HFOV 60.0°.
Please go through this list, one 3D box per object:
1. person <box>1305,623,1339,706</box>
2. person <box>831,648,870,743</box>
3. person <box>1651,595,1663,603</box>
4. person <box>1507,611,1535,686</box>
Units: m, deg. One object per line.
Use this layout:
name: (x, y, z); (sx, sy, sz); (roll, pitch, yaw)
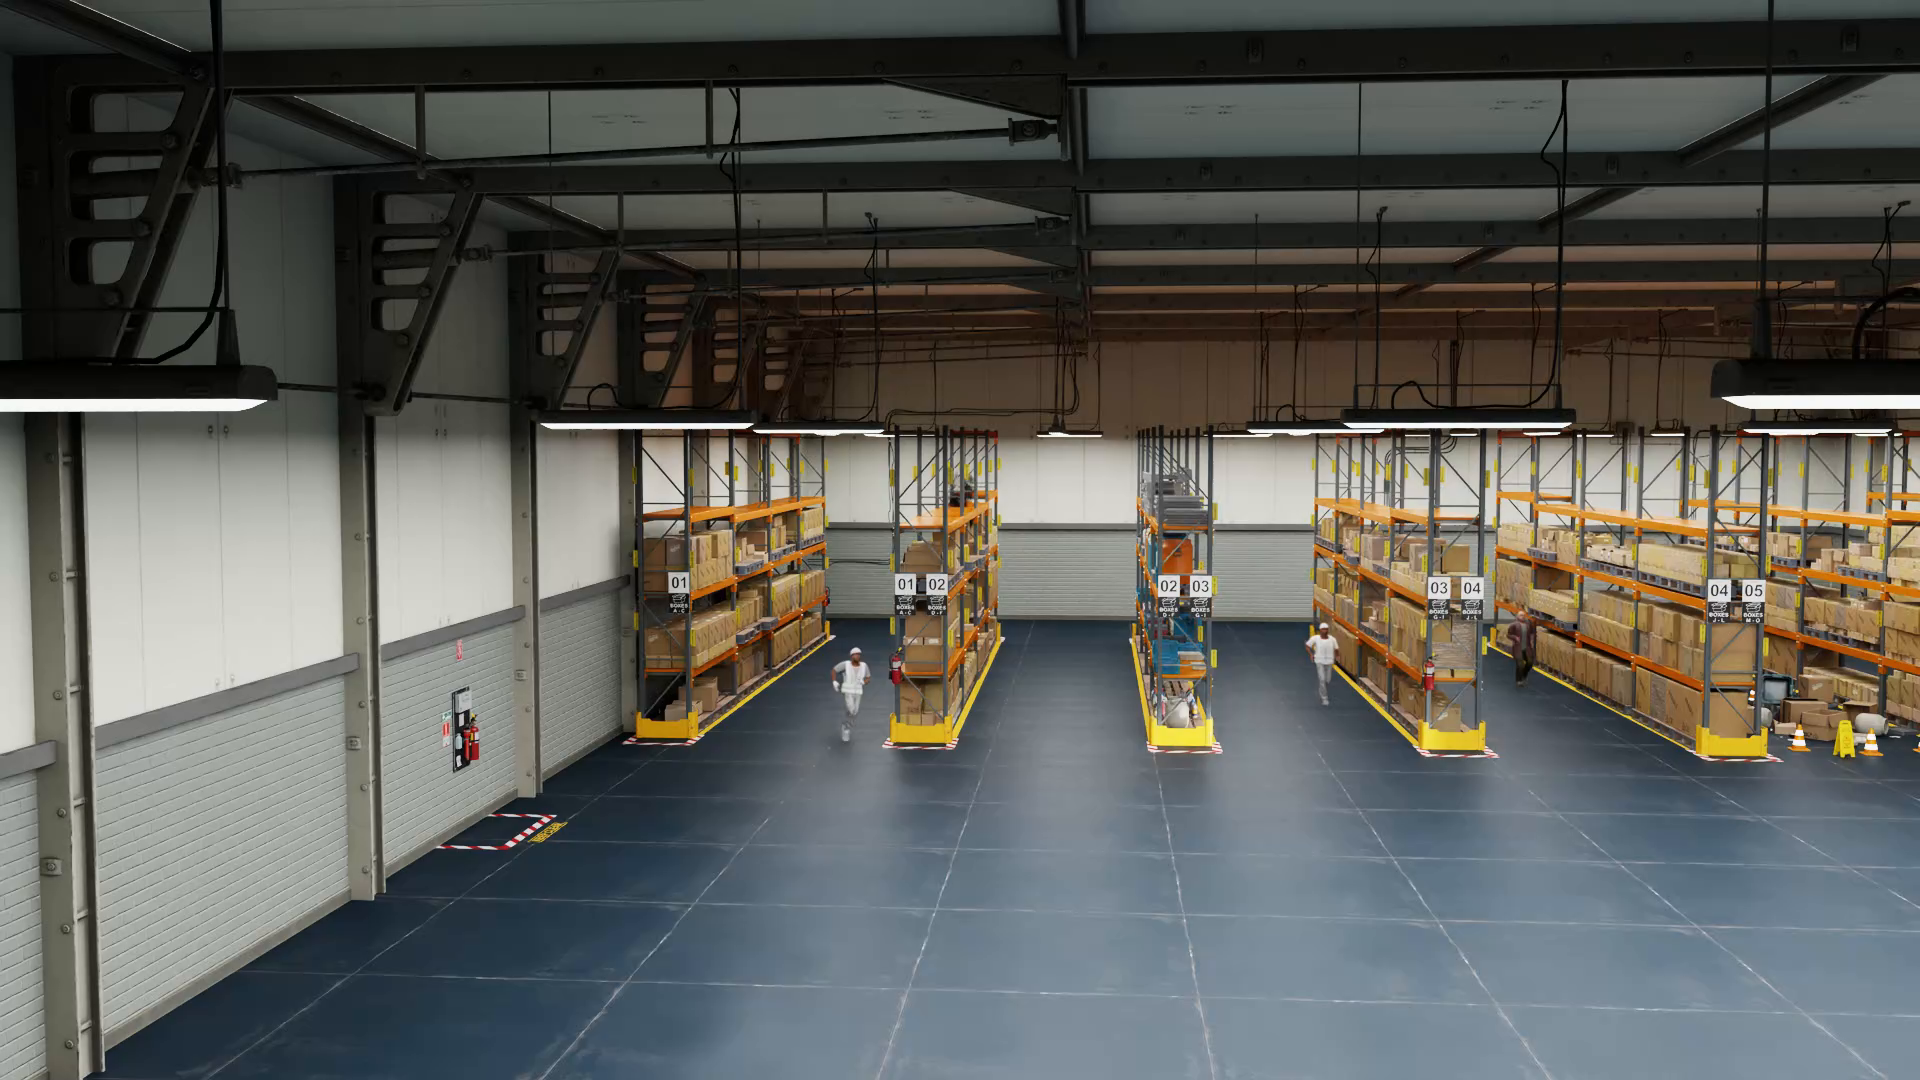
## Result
person: (7.915, 2.680, 36.234); (0.700, 1.762, 0.881); (0, 3, -3)
person: (-2.050, 2.941, 31.738); (0.686, 1.779, 0.675); (-2, 4, -31)
person: (19.751, 2.107, 47.265); (0.510, 1.583, 0.630); (1, 4, 14)
person: (13.062, 2.526, 38.572); (0.697, 1.741, 0.639); (0, 3, 2)
